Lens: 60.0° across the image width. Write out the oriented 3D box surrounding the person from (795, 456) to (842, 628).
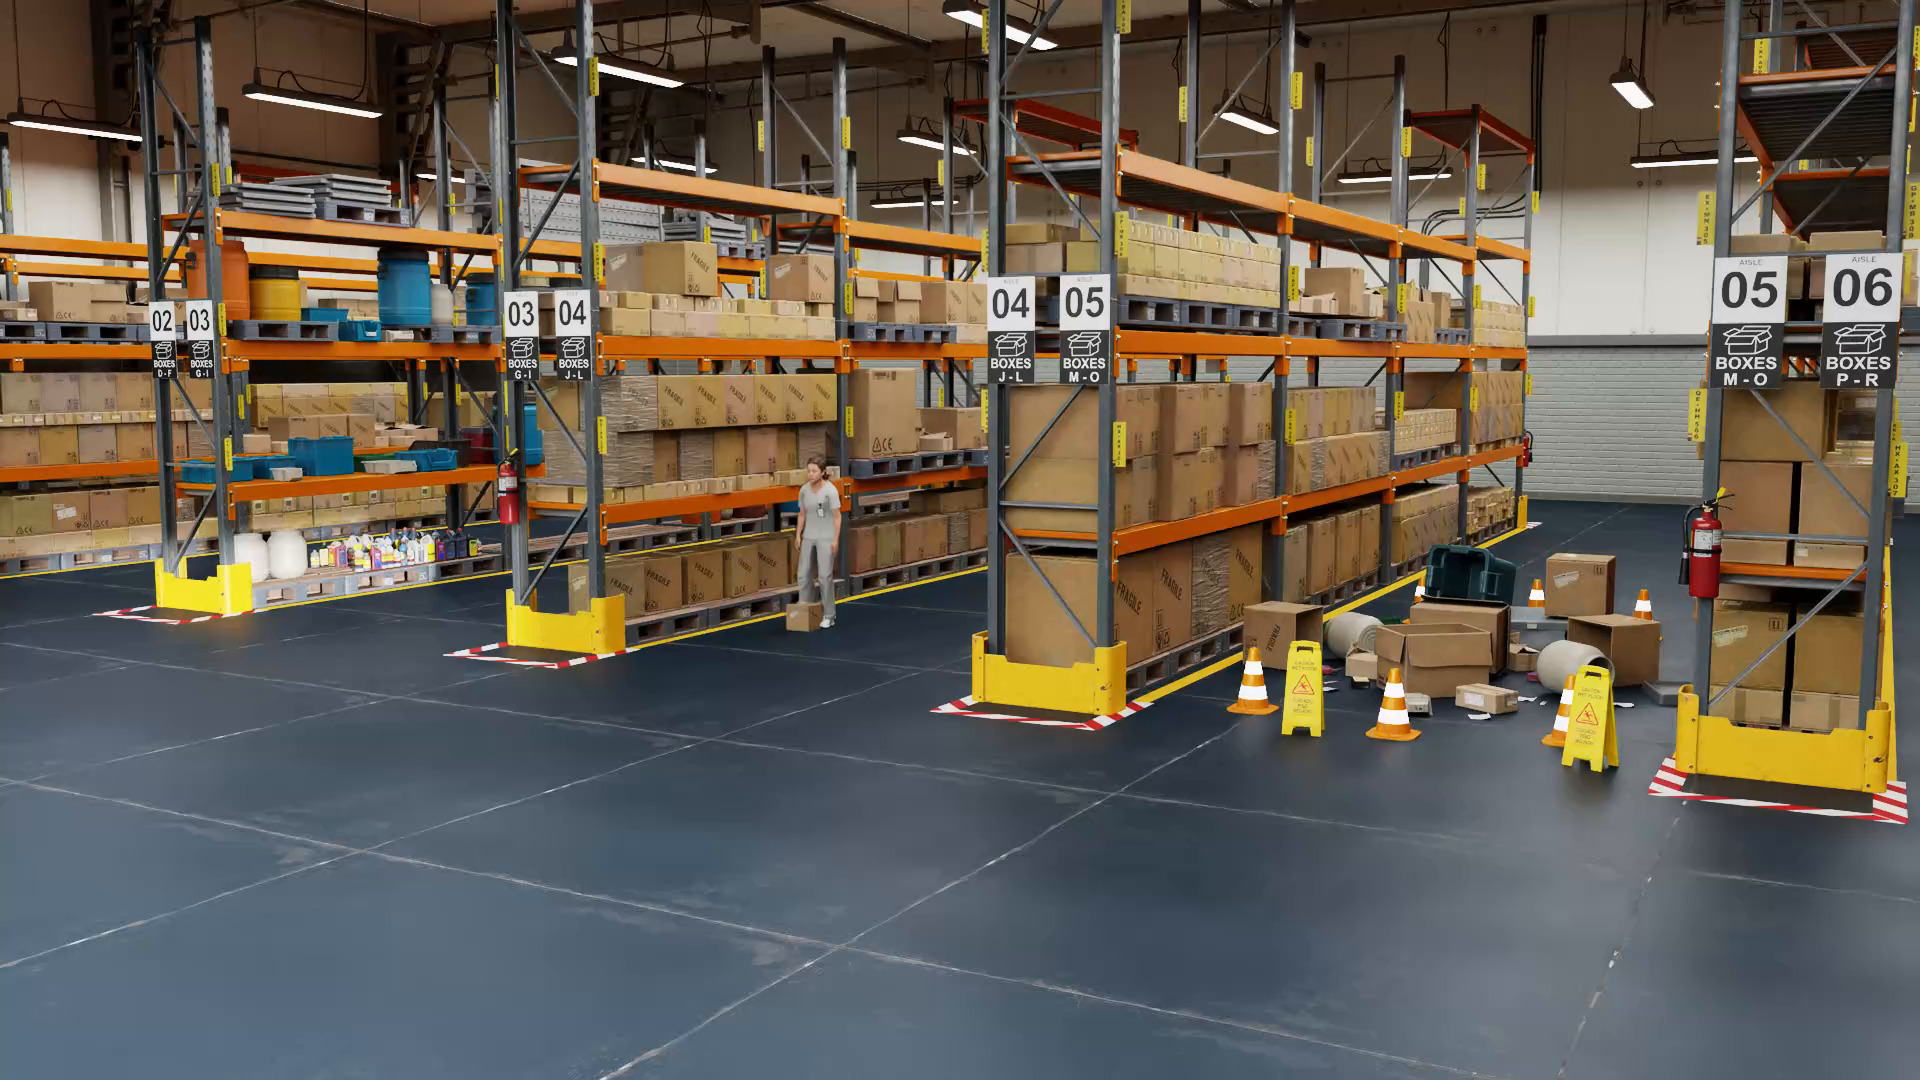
[{"bbox_3d":[-1.394,0.013,16.233,0.495,1.668,0.364,3,7,26],"label":"person"}]
